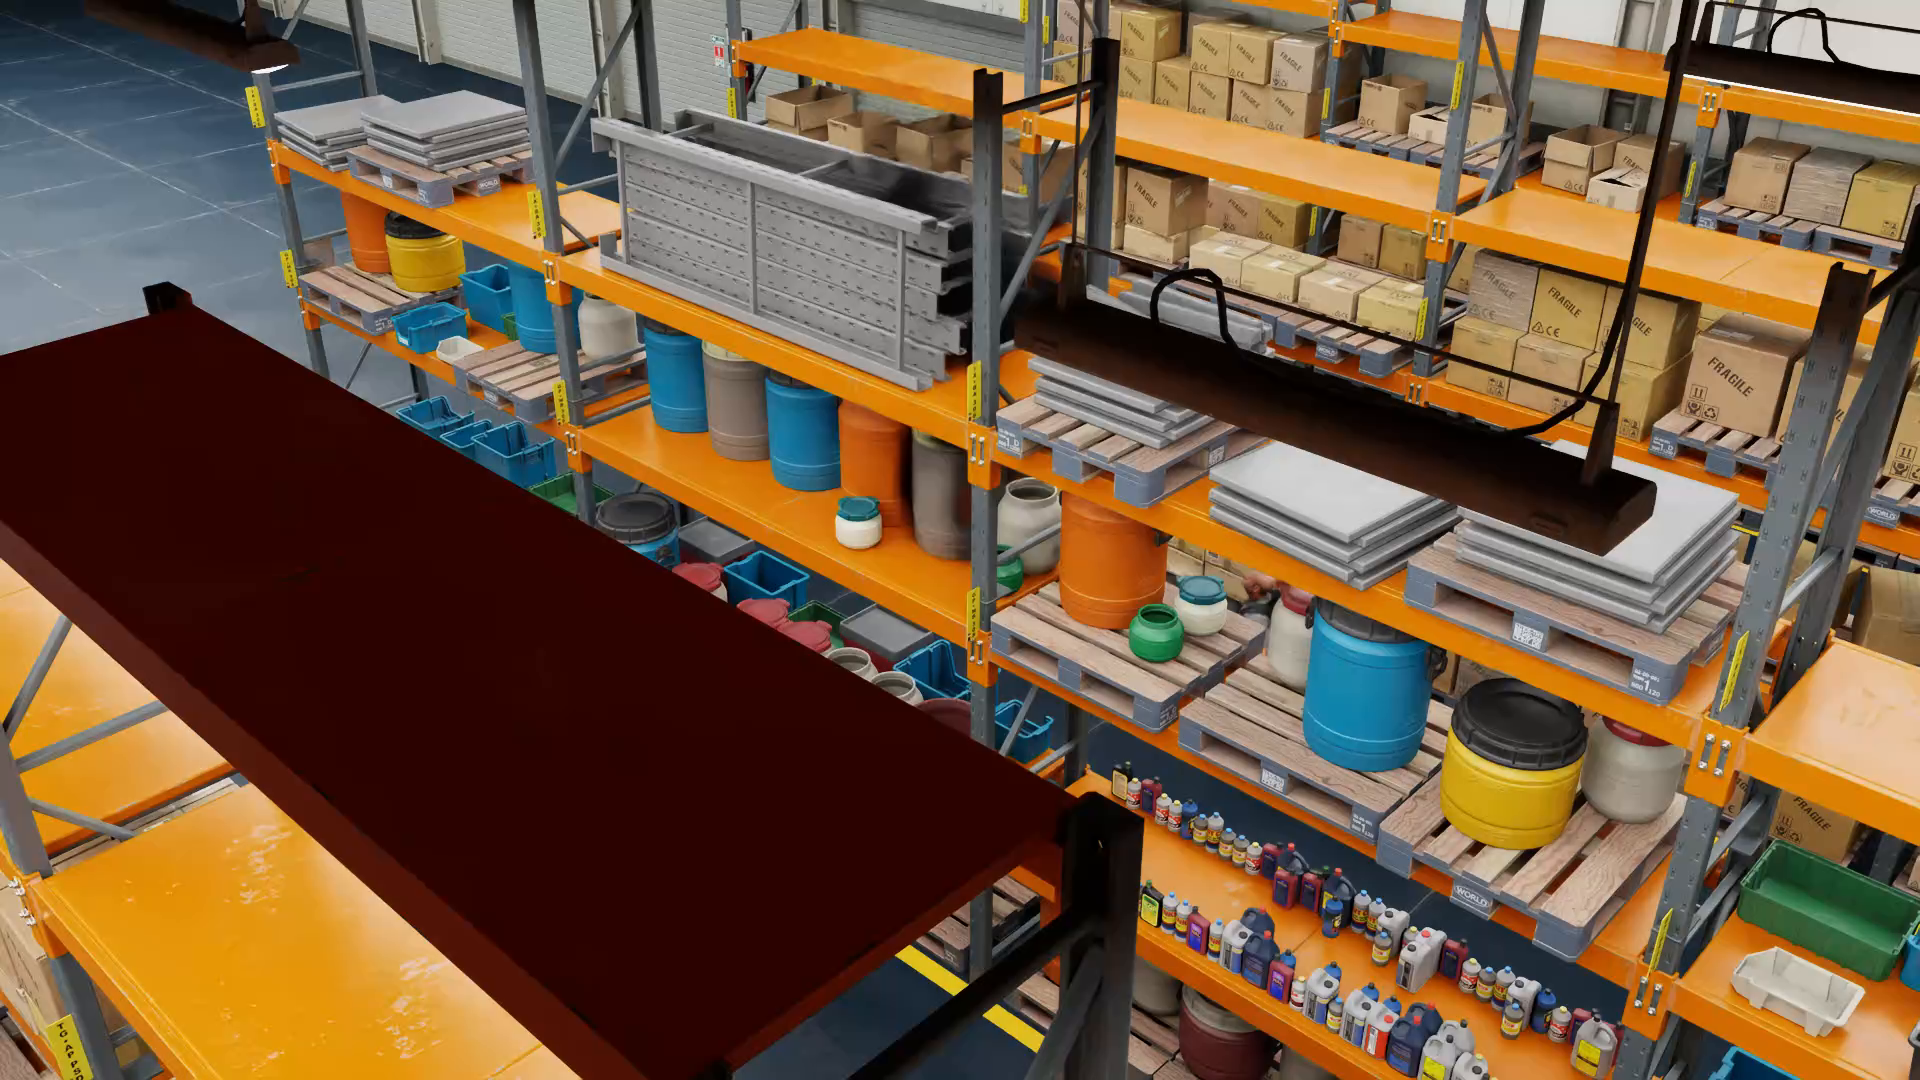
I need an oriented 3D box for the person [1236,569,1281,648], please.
[{"bbox_3d":[2.163,0.954,12.243,0.766,1.733,0.665,18,34,29],"label":"person"}]
